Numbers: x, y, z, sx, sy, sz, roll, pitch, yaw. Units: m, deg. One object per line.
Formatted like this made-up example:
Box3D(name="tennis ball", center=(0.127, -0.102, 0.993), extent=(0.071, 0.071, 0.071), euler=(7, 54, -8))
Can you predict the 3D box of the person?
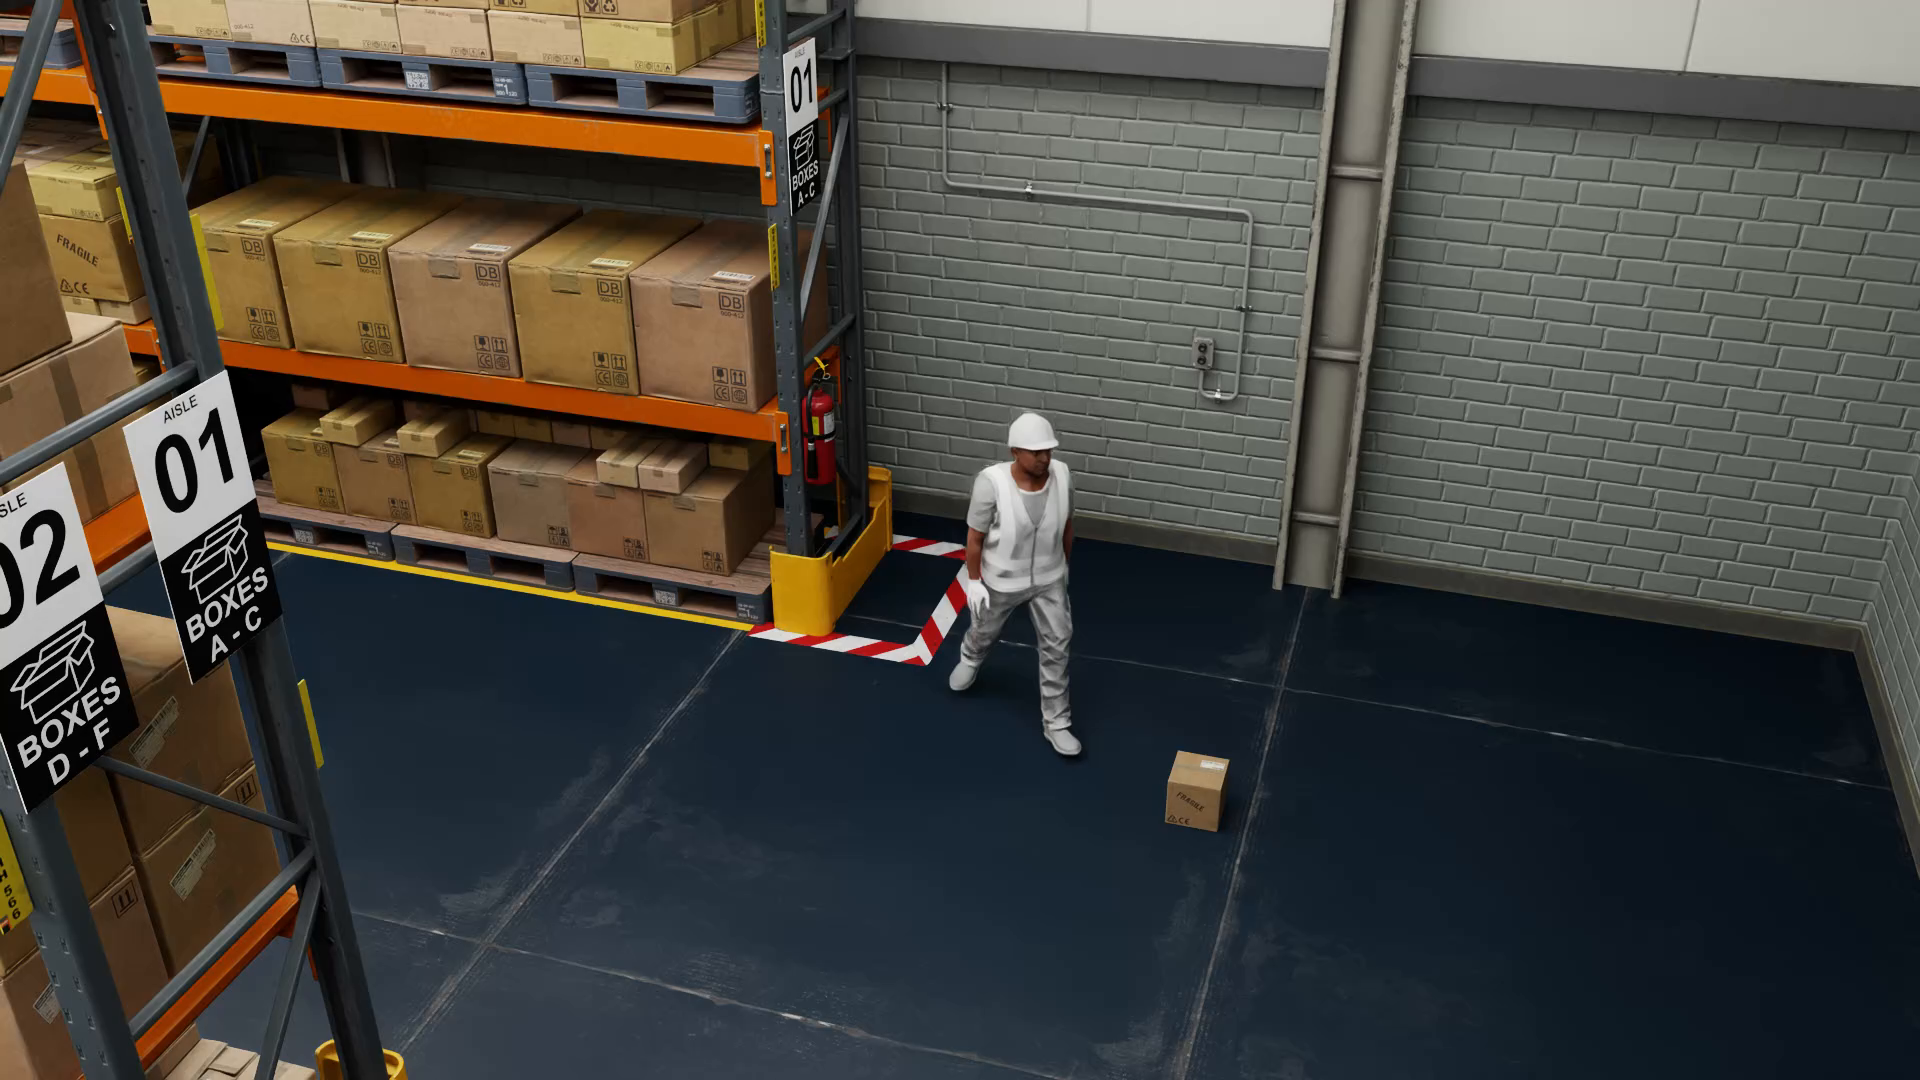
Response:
Box3D(name="person", center=(0.281, 0.155, 8.218), extent=(0.566, 1.765, 0.926), euler=(-8, 30, -13))
